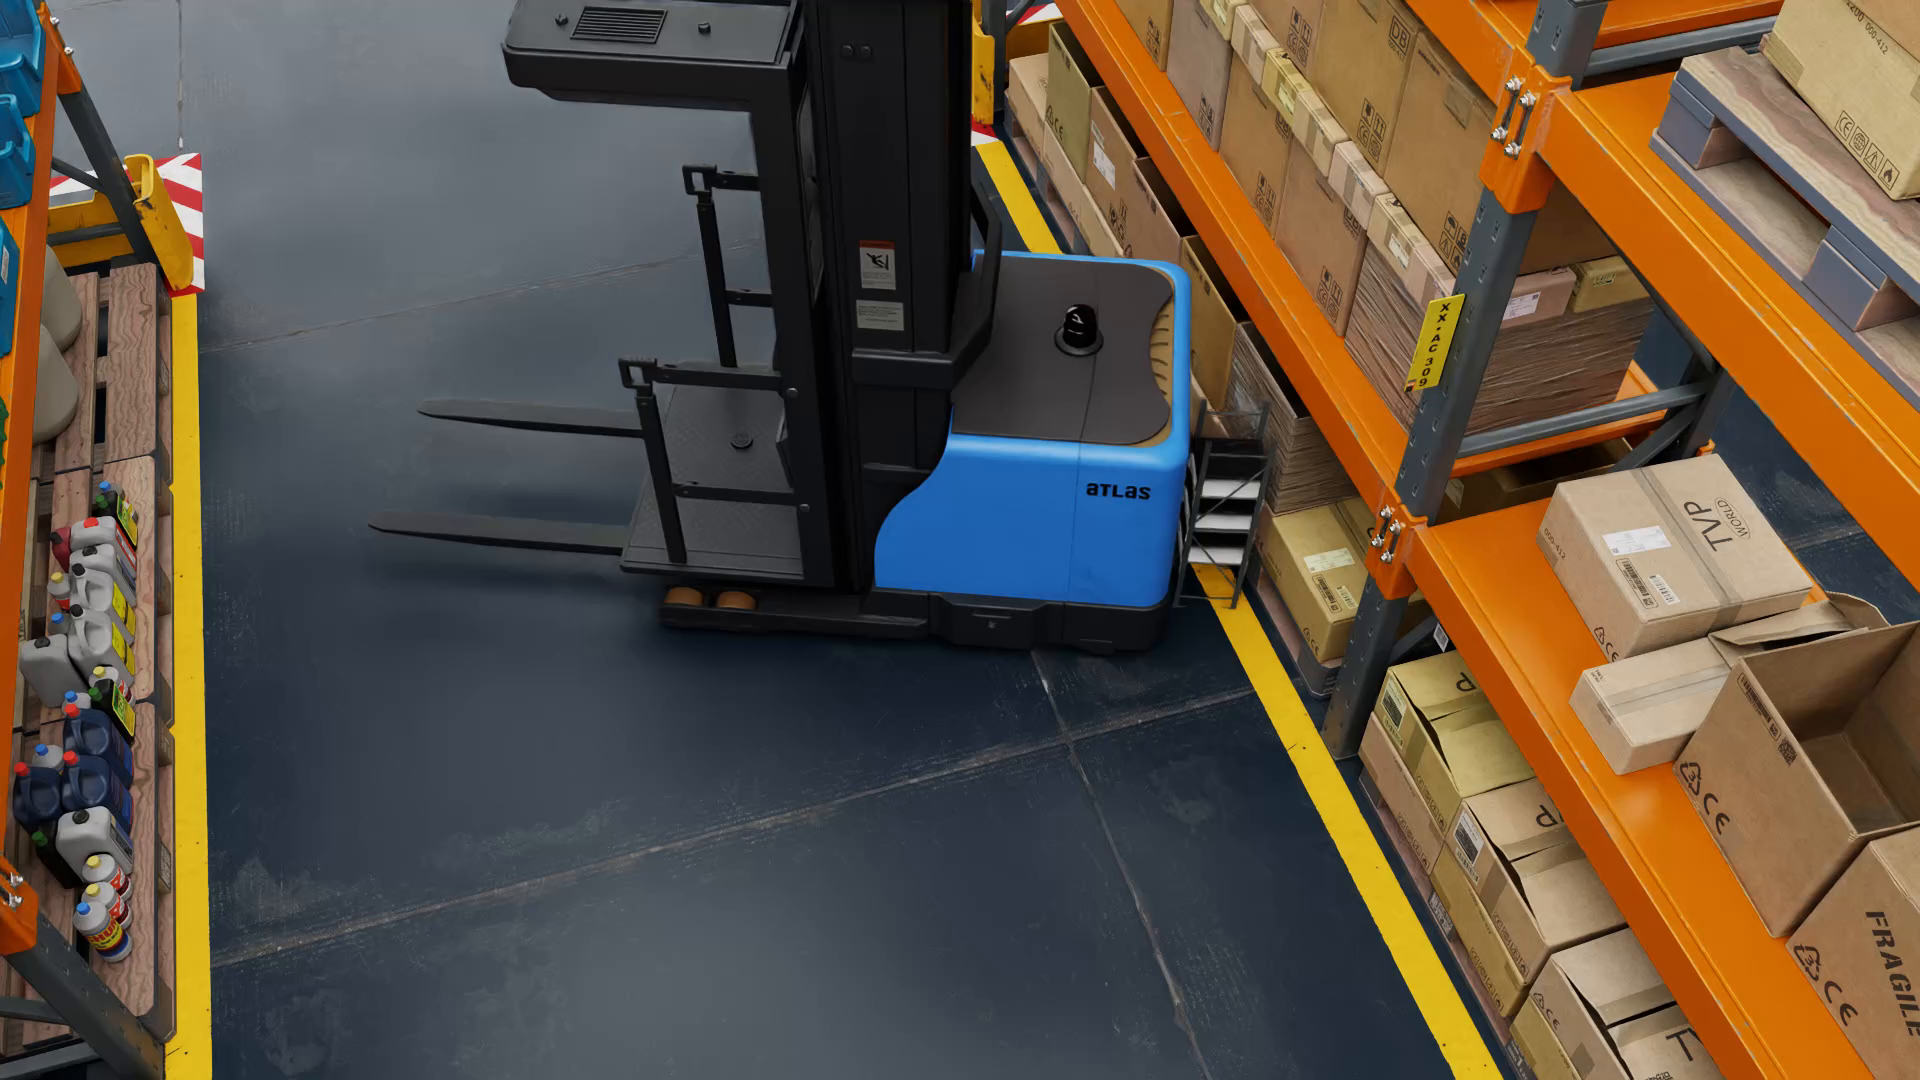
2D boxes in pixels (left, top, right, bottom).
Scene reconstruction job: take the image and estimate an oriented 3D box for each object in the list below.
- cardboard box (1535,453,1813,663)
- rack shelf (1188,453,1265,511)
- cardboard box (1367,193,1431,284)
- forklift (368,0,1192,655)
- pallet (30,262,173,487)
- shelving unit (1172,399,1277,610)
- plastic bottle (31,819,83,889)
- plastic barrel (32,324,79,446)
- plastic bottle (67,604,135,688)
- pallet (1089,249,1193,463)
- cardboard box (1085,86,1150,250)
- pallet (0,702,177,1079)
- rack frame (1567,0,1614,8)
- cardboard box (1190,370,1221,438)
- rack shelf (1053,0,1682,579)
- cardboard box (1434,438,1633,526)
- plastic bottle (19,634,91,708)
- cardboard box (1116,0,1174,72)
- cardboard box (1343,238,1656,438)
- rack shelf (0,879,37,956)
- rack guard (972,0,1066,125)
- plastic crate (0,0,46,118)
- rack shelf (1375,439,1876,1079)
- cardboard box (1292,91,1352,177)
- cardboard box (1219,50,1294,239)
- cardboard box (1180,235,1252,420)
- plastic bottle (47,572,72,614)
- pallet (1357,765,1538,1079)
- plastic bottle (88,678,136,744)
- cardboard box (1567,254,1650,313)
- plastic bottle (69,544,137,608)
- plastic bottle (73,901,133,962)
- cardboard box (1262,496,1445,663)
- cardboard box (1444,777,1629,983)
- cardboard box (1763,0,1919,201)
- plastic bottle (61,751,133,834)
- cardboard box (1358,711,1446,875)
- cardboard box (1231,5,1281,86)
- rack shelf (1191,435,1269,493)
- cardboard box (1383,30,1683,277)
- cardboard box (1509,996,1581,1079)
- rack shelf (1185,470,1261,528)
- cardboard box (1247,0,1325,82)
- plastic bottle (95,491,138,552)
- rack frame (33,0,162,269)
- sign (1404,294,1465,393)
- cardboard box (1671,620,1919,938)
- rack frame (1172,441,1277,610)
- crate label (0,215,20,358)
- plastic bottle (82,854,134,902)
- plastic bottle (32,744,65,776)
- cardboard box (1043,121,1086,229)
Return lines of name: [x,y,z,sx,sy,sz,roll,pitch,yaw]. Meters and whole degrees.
cardboard box: [1.969,0.059,4.626,0.500,0.250,0.500,-10,51,-9]
rack shelf: [0.947,-0.208,5.929,0.258,0.077,0.200,2,49,-1]
cardboard box: [1.426,-0.911,4.856,0.380,0.149,0.250,-14,51,-12]
forklift: [-0.705,-0.998,5.464,3.031,2.935,1.130,4,50,4]
pallet: [-3.831,-0.605,6.912,1.003,0.211,1.213,-13,51,-11]
shelving unit: [0.942,-0.113,6.040,0.258,0.900,0.210,2,49,-1]
plastic bottle: [-2.850,0.975,5.245,0.061,0.283,0.133,-13,51,-11]
plastic barrel: [-3.718,-0.647,6.476,0.421,0.512,0.421,0,50,0]
plastic bottle: [-2.975,0.359,5.720,0.144,0.351,0.185,-14,51,-11]
pallet: [1.223,-0.923,7.180,1.003,0.211,1.213,-13,51,-11]
cardboard box: [0.855,-1.582,6.945,0.500,0.500,0.500,-13,51,-11]
pallet: [-3.110,1.177,5.409,1.003,0.211,1.213,-13,51,-11]
rack frame: [1.782,-2.273,2.570,1.000,3.000,0.127,-13,51,-11]
cardboard box: [1.136,-0.607,6.613,0.500,0.250,0.500,-13,51,-11]
rack shelf: [1.191,-1.568,6.370,1.077,0.370,4.000,-13,51,-11]
cardboard box: [1.944,-0.239,5.813,0.500,0.500,0.500,-13,51,-11]
plastic bottle: [-3.109,0.435,5.705,0.152,0.276,0.135,-13,51,-11]
cardboard box: [1.026,-2.202,6.369,0.700,0.500,0.500,-13,51,-11]
cardboard box: [1.645,-0.694,5.097,0.700,0.500,0.500,-15,51,-12]
rack shelf: [-2.359,2.471,2.965,1.077,0.370,4.000,-13,51,-11]
rack guard: [0.592,-2.472,8.297,1.175,0.500,0.348,-13,51,-11]
plastic crate: [-3.700,-1.797,6.190,0.499,0.251,0.616,-13,51,-11]
rack shelf: [2.374,1.354,3.907,1.077,0.370,4.000,-13,51,-11]
cardboard box: [1.267,-1.294,5.179,0.380,0.149,0.250,-13,51,-11]
cardboard box: [1.338,-1.445,5.730,0.700,0.500,0.500,-13,51,-10]
cardboard box: [1.148,-0.851,6.329,0.500,0.500,0.500,-13,51,-11]
plastic bottle: [-3.196,0.193,5.958,0.097,0.201,0.097,0,50,0]
pallet: [2.037,1.089,5.483,1.003,0.211,1.213,-13,51,-11]
plastic bottle: [-2.858,0.561,5.594,0.061,0.283,0.133,-11,51,-9]
cardboard box: [1.888,-0.820,4.780,0.380,0.149,0.250,-13,51,-11]
plastic bottle: [-3.082,0.127,5.965,0.152,0.276,0.135,-15,51,-12]
plastic bottle: [-2.626,1.184,5.076,0.097,0.271,0.097,0,50,0]
cardboard box: [1.436,0.123,5.998,0.500,0.250,0.500,-13,51,-11]
cardboard box: [1.809,0.956,4.929,0.500,0.311,0.500,-14,51,-11]
cardboard box: [1.955,-0.941,3.232,0.500,0.250,0.500,-9,50,-7]
plastic bottle: [-2.793,0.807,5.342,0.144,0.351,0.185,-12,51,-10]
cardboard box: [1.665,0.763,5.459,0.500,0.250,0.500,-14,51,-12]
cardboard box: [1.123,-1.658,5.486,0.380,0.149,0.250,-12,51,-10]
rack shelf: [0.950,-0.267,5.861,0.258,0.077,0.200,2,49,-1]
cardboard box: [1.645,-1.112,4.601,0.700,0.500,0.500,-13,51,-11]
cardboard box: [1.970,1.514,4.825,0.500,0.250,0.500,-15,51,-12]
rack shelf: [0.944,-0.150,5.997,0.258,0.077,0.200,2,49,-1]
cardboard box: [1.347,-1.847,5.221,0.700,0.500,0.500,-13,51,-11]
plastic bottle: [-3.120,-0.086,6.139,0.061,0.283,0.133,-12,51,-10]
rack frame: [-4.134,-2.143,6.384,1.000,3.000,0.127,-13,51,-11]
sign: [1.252,-0.517,4.395,0.100,0.325,0.005,-13,51,-11]
cardboard box: [2.149,0.578,4.025,0.500,0.500,0.500,-10,51,-8]
rack frame: [0.940,-0.036,5.974,0.240,0.900,0.006,2,49,-1]
crate label: [-3.331,-0.871,5.289,0.502,0.435,0.616,-13,51,-11]
plastic bottle: [-2.686,1.058,5.228,0.097,0.201,0.097,0,50,0]
plastic bottle: [-2.951,0.754,5.439,0.097,0.271,0.097,0,50,0]
cardboard box: [0.697,-1.703,7.537,0.500,0.250,0.500,-13,51,-11]
